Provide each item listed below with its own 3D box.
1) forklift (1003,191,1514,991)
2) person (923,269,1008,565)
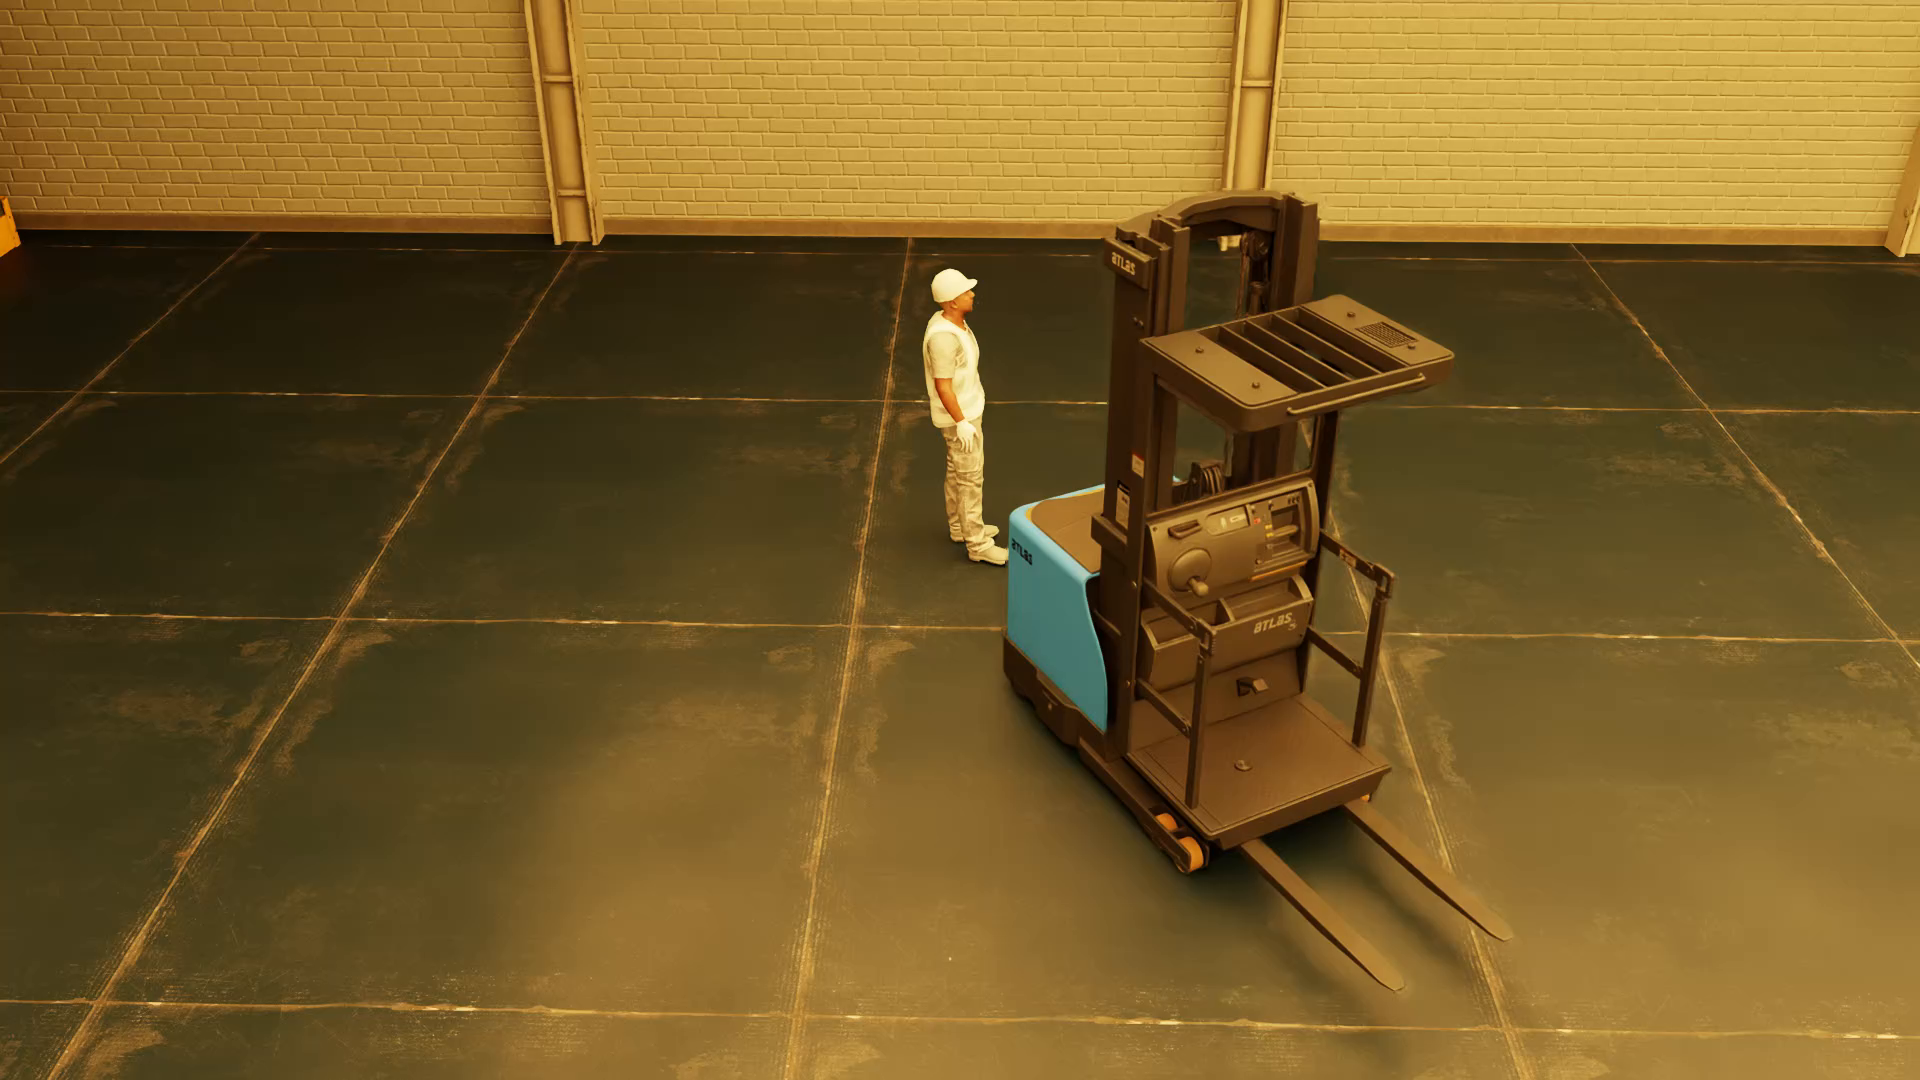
[{"bbox_3d":[1.379,0.042,7.544,1.130,2.935,3.031,-15,34,-24],"label":"forklift"},{"bbox_3d":[0.071,-0.769,10.035,0.577,1.781,0.656,1,31,1],"label":"person"}]
